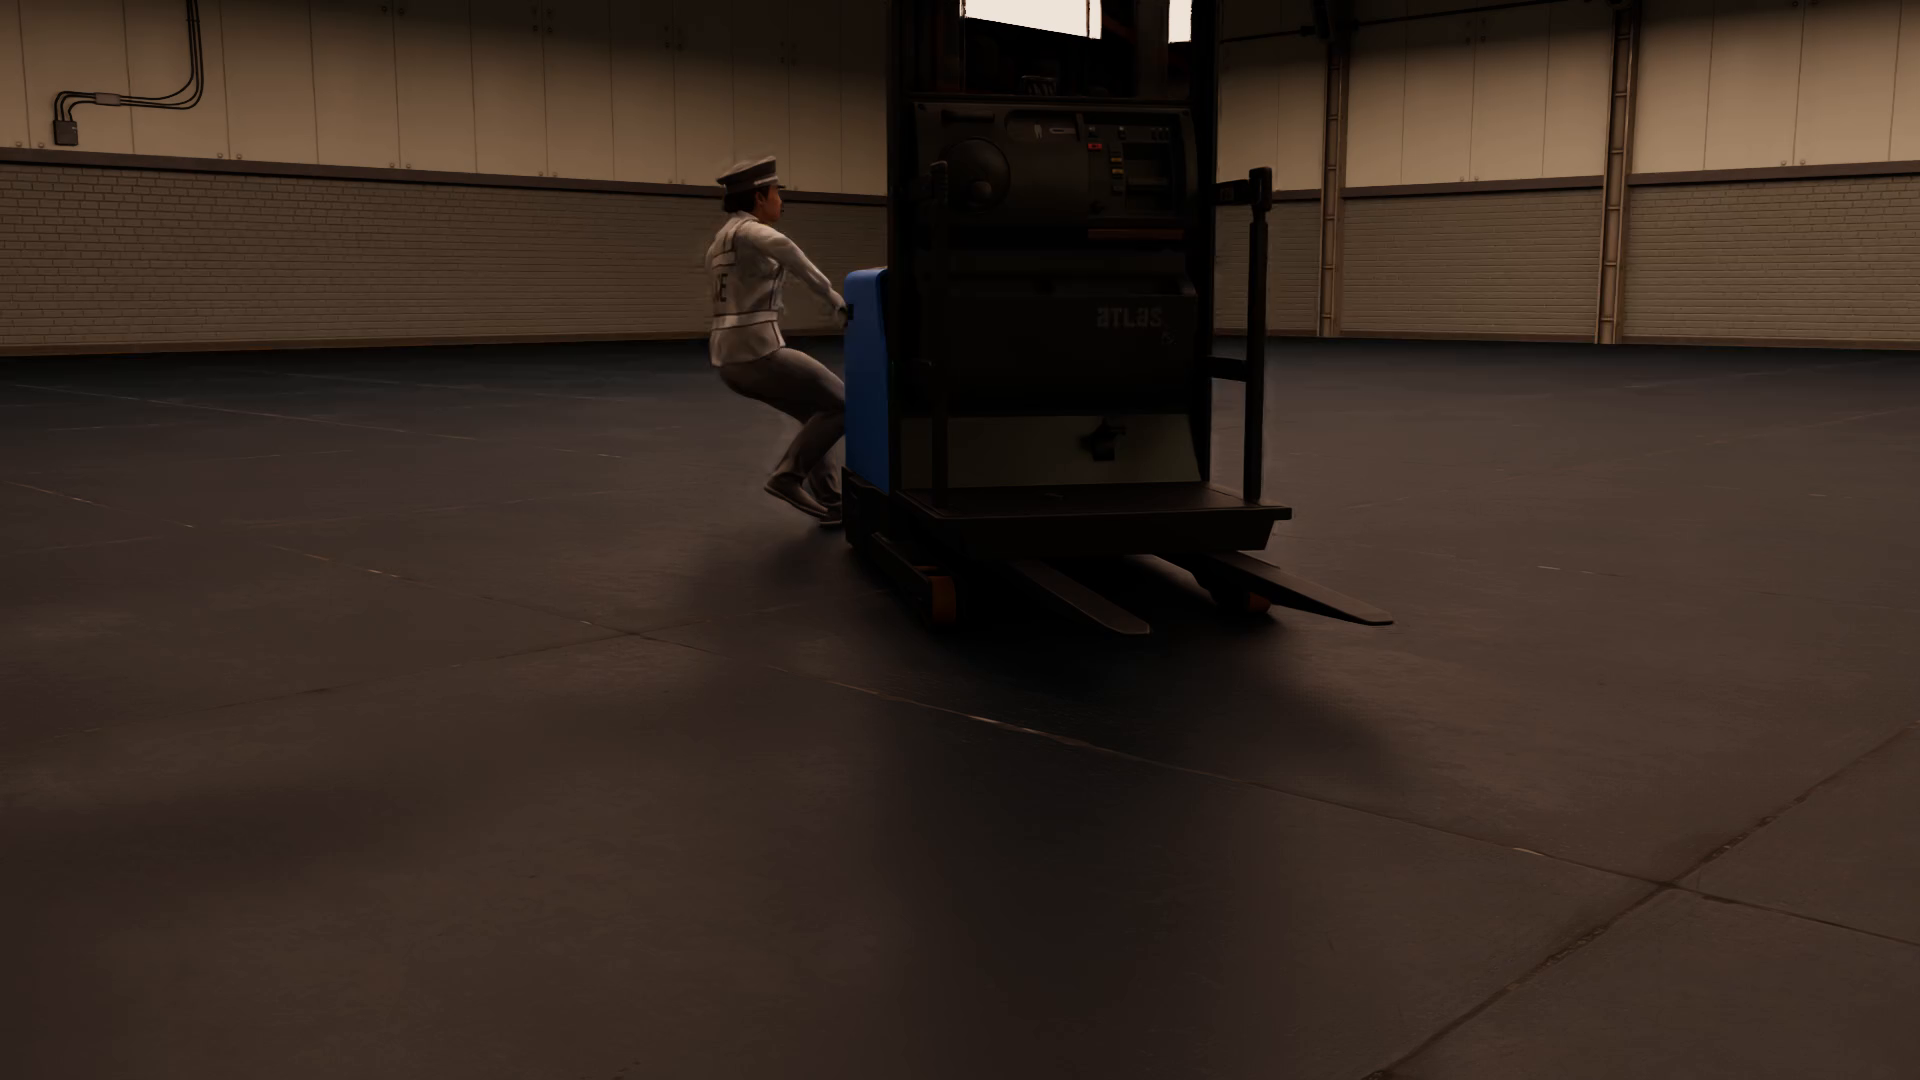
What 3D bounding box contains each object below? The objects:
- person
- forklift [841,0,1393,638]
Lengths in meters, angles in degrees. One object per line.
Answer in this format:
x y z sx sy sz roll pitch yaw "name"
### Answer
-0.638 -0.786 6.781 0.767 1.525 0.991 -3 9 -20 "person"
0.362 -1.244 5.133 1.130 2.935 3.031 -2 9 -13 "forklift"
